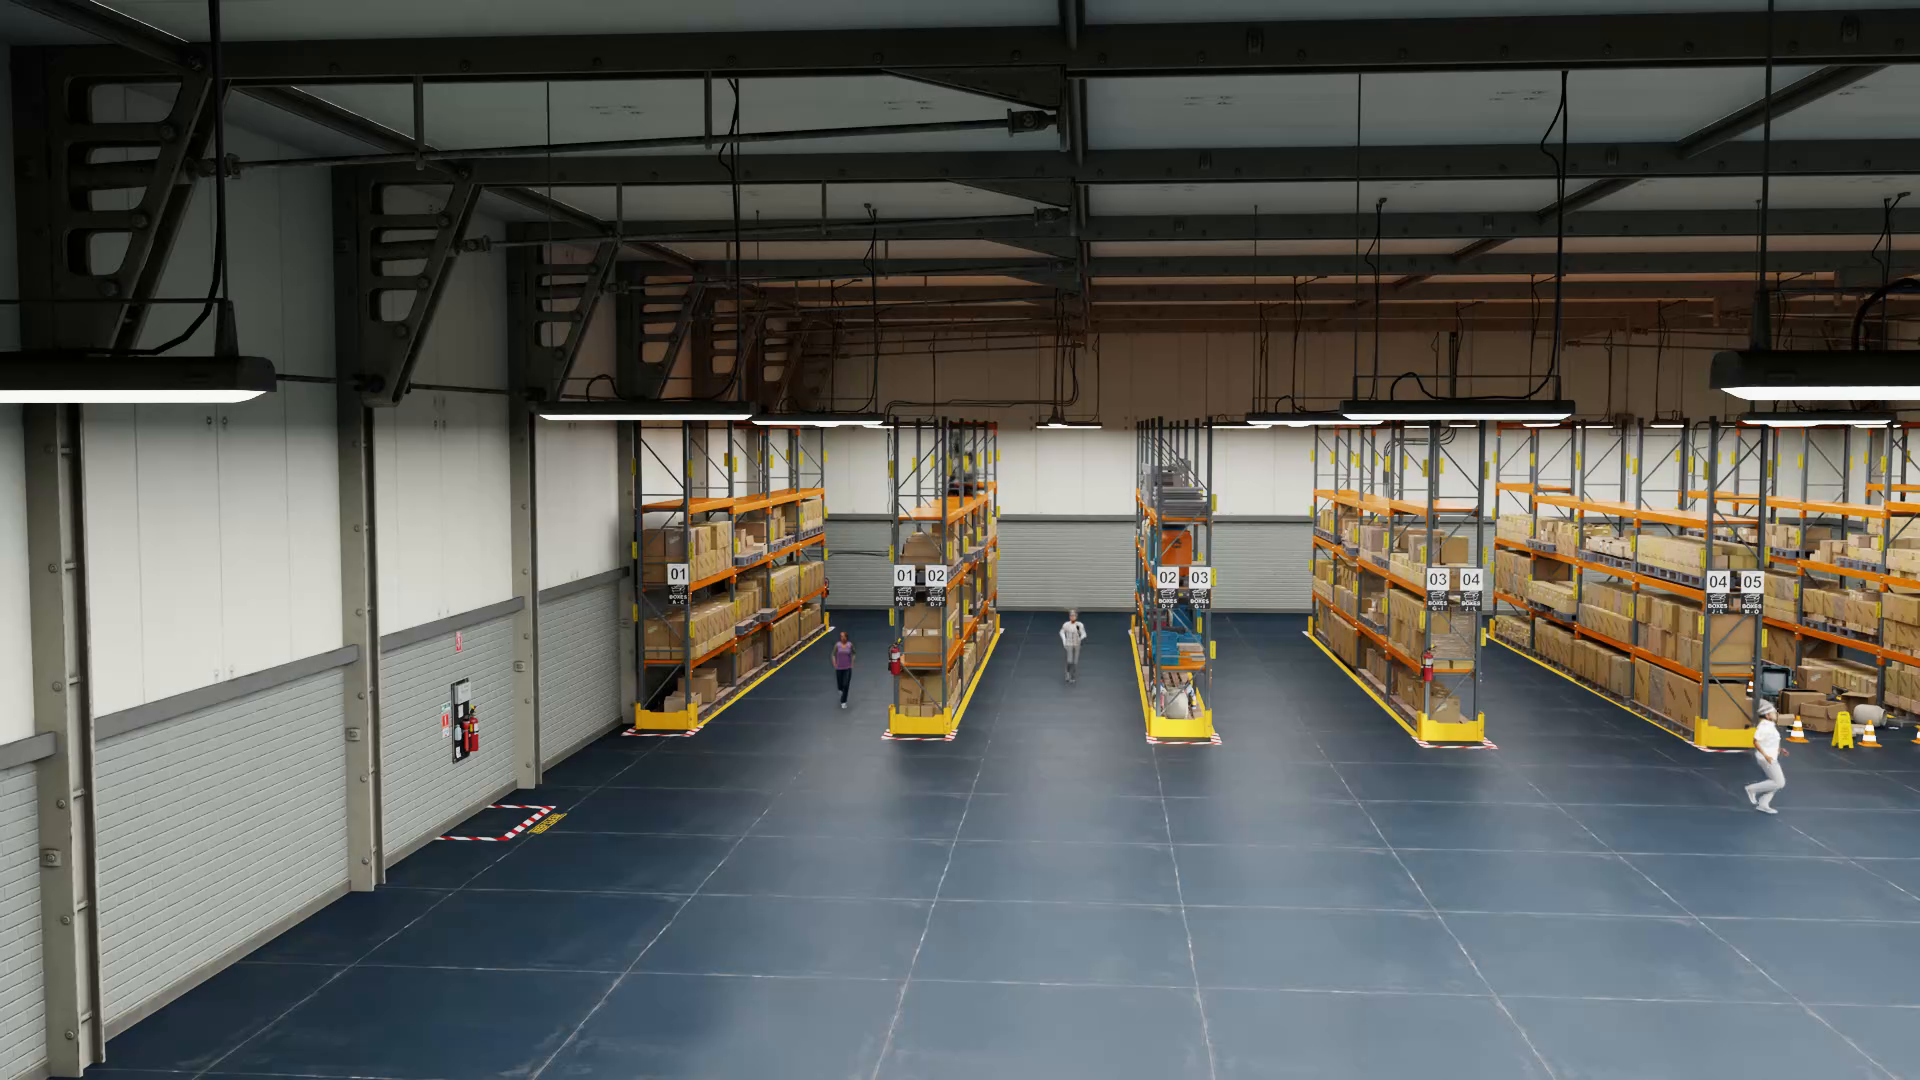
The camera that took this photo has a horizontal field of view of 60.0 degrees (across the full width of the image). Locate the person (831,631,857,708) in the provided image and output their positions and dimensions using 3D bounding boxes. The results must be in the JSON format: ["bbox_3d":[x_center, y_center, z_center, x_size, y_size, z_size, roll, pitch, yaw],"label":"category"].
[{"bbox_3d":[-2.418,2.686,34.676,0.542,1.573,0.695,0,4,-4],"label":"person"}]

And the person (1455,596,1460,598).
[{"bbox_3d":[13.361,1.991,43.804,0.672,1.825,0.766,0,4,4],"label":"person"}]

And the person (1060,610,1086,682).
[{"bbox_3d":[2.584,2.414,37.814,0.593,1.665,0.593,0,4,0],"label":"person"}]

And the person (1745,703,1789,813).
[{"bbox_3d":[12.131,3.273,24.979,0.560,1.661,0.575,2,4,32],"label":"person"}]
